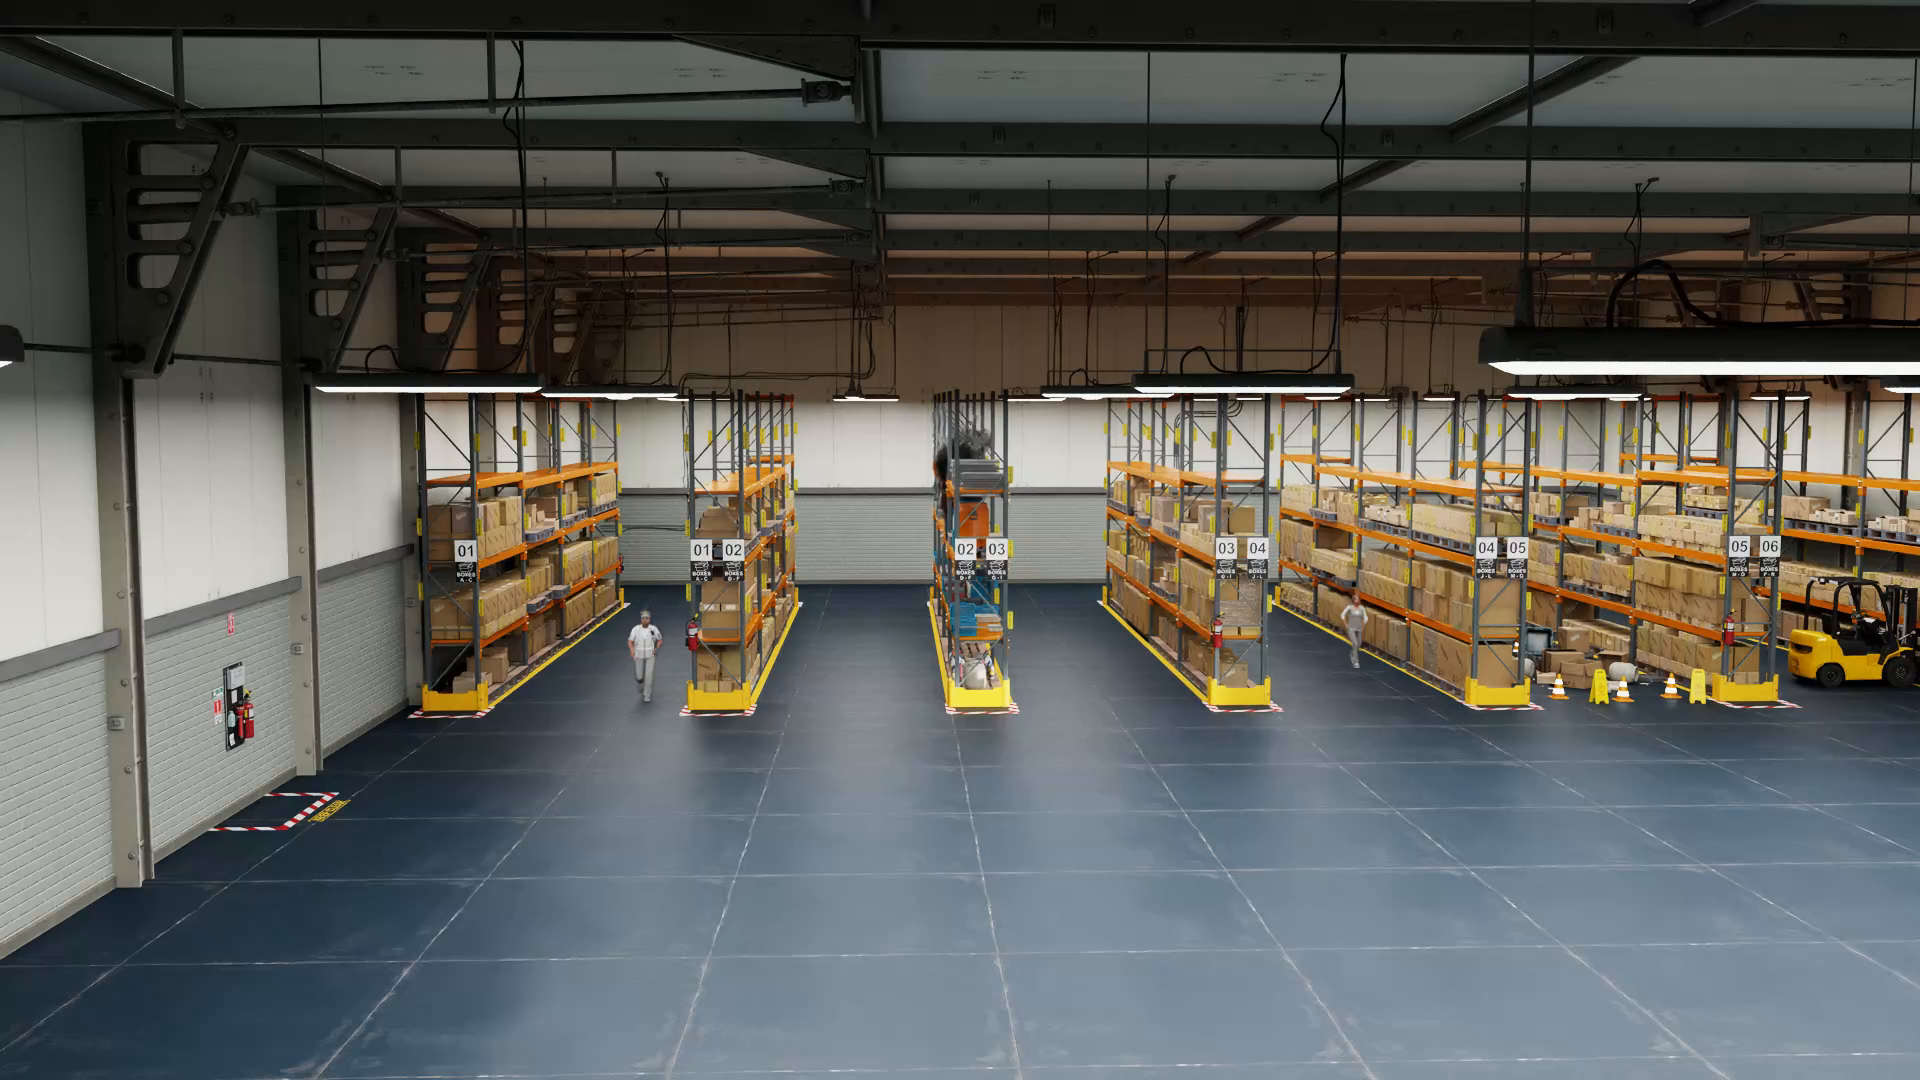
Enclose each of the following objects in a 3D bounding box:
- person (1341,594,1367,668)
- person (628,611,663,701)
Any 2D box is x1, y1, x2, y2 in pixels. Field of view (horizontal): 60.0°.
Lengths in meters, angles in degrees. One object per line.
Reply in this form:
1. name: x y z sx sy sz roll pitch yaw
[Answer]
1. person: 8.603 1.971 36.280 0.558 1.586 0.750 0 5 -5
2. person: -6.088 2.233 32.194 0.661 1.727 0.640 -1 5 -10
